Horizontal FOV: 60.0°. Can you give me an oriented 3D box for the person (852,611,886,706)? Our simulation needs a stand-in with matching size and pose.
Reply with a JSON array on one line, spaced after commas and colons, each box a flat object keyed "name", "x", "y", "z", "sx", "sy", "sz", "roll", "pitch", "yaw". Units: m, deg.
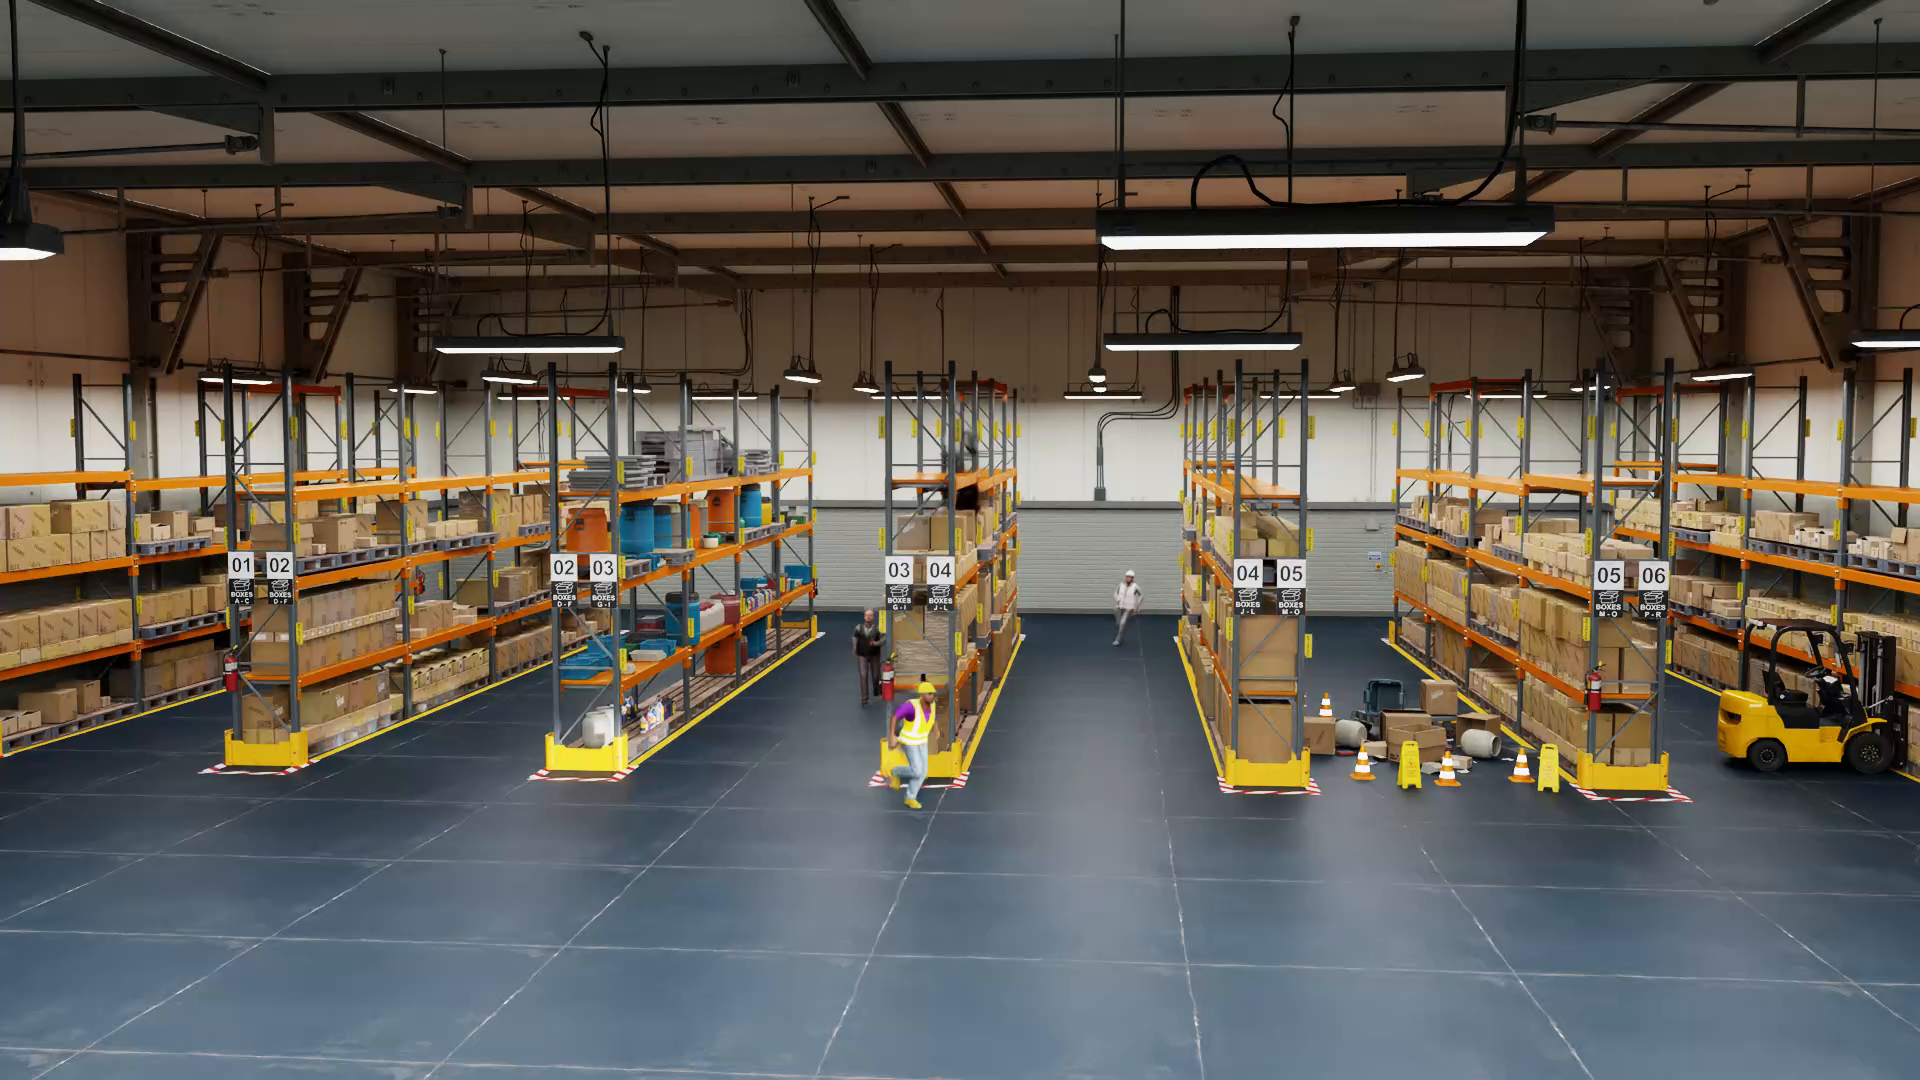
[{"name": "person", "x": -1.673, "y": 2.140, "z": 30.484, "sx": 0.667, "sy": 1.699, "sz": 0.915, "roll": 0, "pitch": 4, "yaw": 3}]

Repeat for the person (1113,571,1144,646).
[{"name": "person", "x": 3.909, "y": 1.577, "z": 38.807, "sx": 0.732, "sy": 1.742, "sz": 0.832, "roll": 1, "pitch": 4, "yaw": 21}]

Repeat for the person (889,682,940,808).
[{"name": "person", "x": -0.608, "y": 2.718, "z": 22.189, "sx": 0.774, "sy": 1.688, "sz": 0.693, "roll": 3, "pitch": 5, "yaw": 39}]
